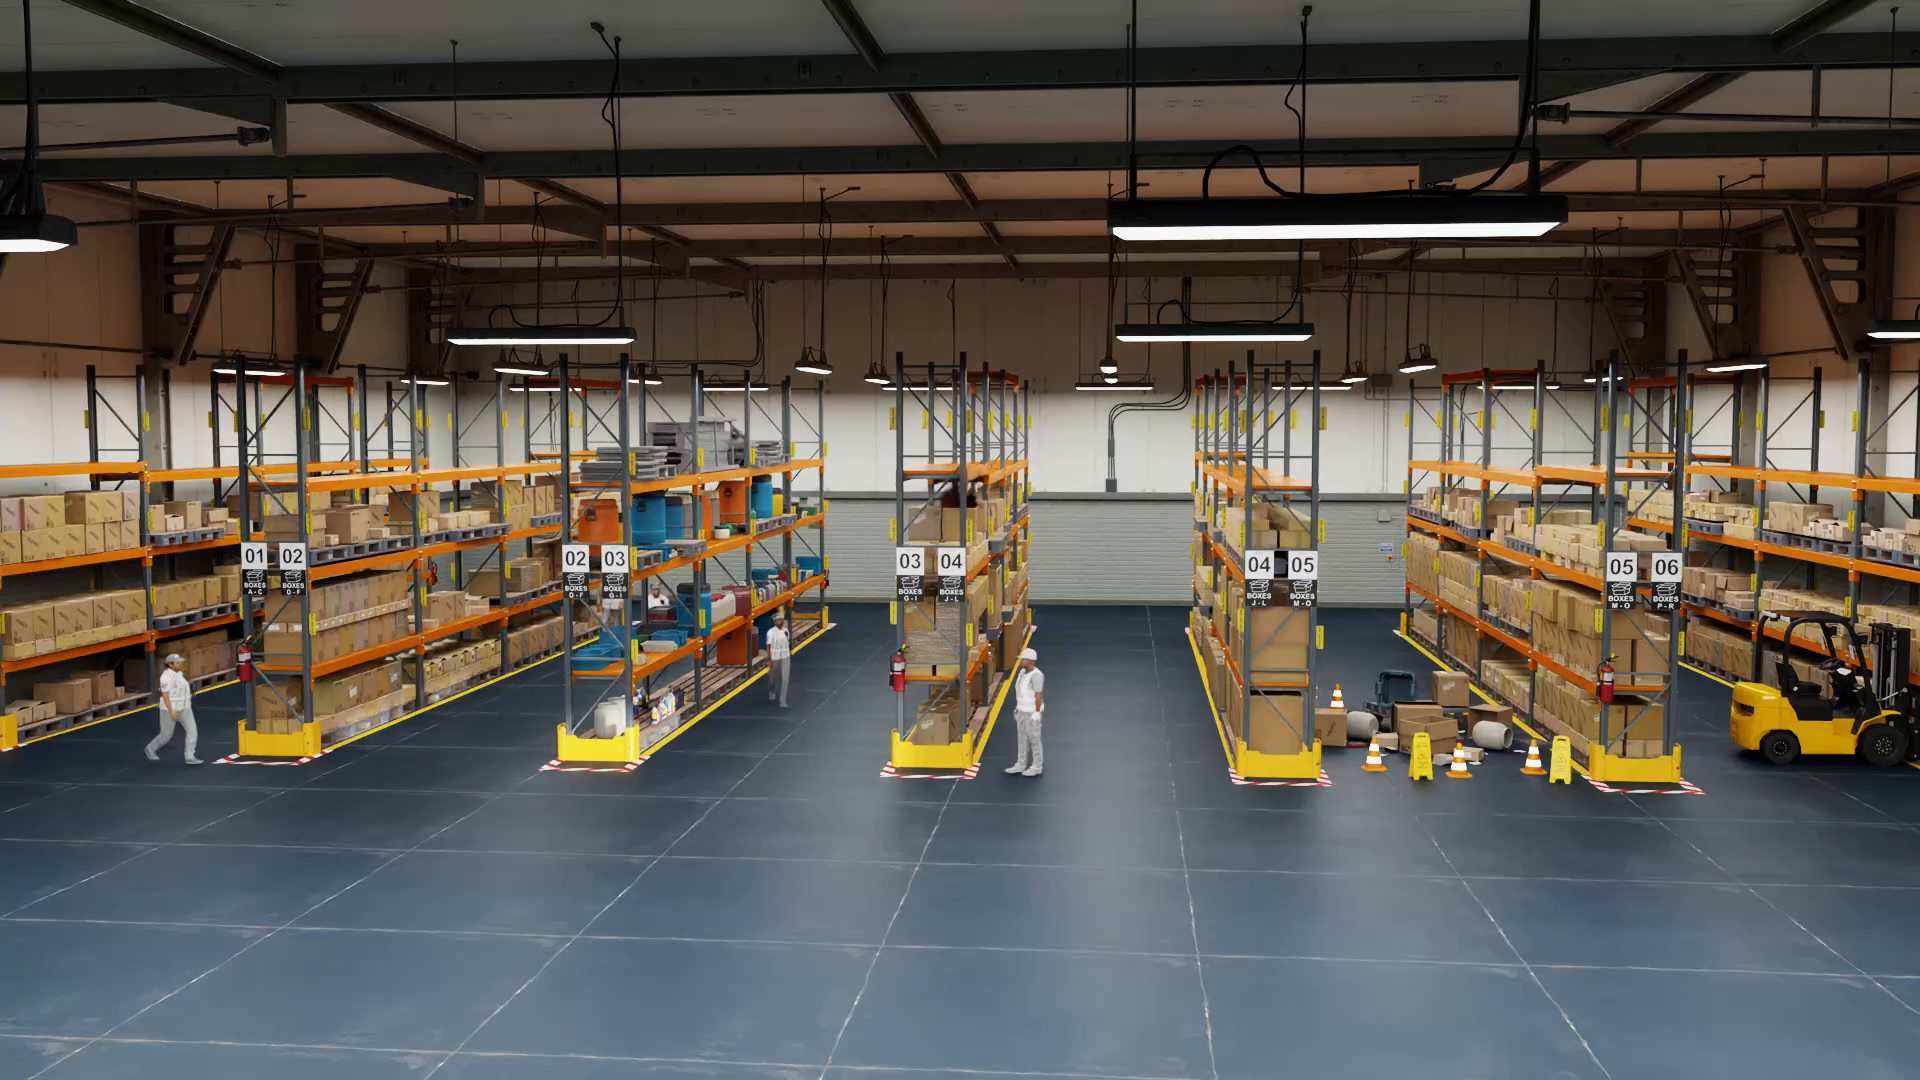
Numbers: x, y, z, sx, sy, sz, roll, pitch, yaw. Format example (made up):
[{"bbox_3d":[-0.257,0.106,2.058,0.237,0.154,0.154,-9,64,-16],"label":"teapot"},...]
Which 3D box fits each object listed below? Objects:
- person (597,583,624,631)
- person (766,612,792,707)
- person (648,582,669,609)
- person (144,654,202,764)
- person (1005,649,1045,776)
[{"bbox_3d":[-7.789,1.524,37.016,0.631,1.778,0.940,0,4,6],"label":"person"},{"bbox_3d":[-3.186,2.082,29.311,0.454,1.645,0.846,-1,4,-10],"label":"person"},{"bbox_3d":[-6.232,1.718,33.965,0.521,1.725,0.991,1,4,11],"label":"person"},{"bbox_3d":[-11.488,2.461,24.273,0.865,1.615,0.493,2,4,25],"label":"person"},{"bbox_3d":[0.930,2.429,23.512,0.473,1.797,0.573,-2,5,-26],"label":"person"}]
